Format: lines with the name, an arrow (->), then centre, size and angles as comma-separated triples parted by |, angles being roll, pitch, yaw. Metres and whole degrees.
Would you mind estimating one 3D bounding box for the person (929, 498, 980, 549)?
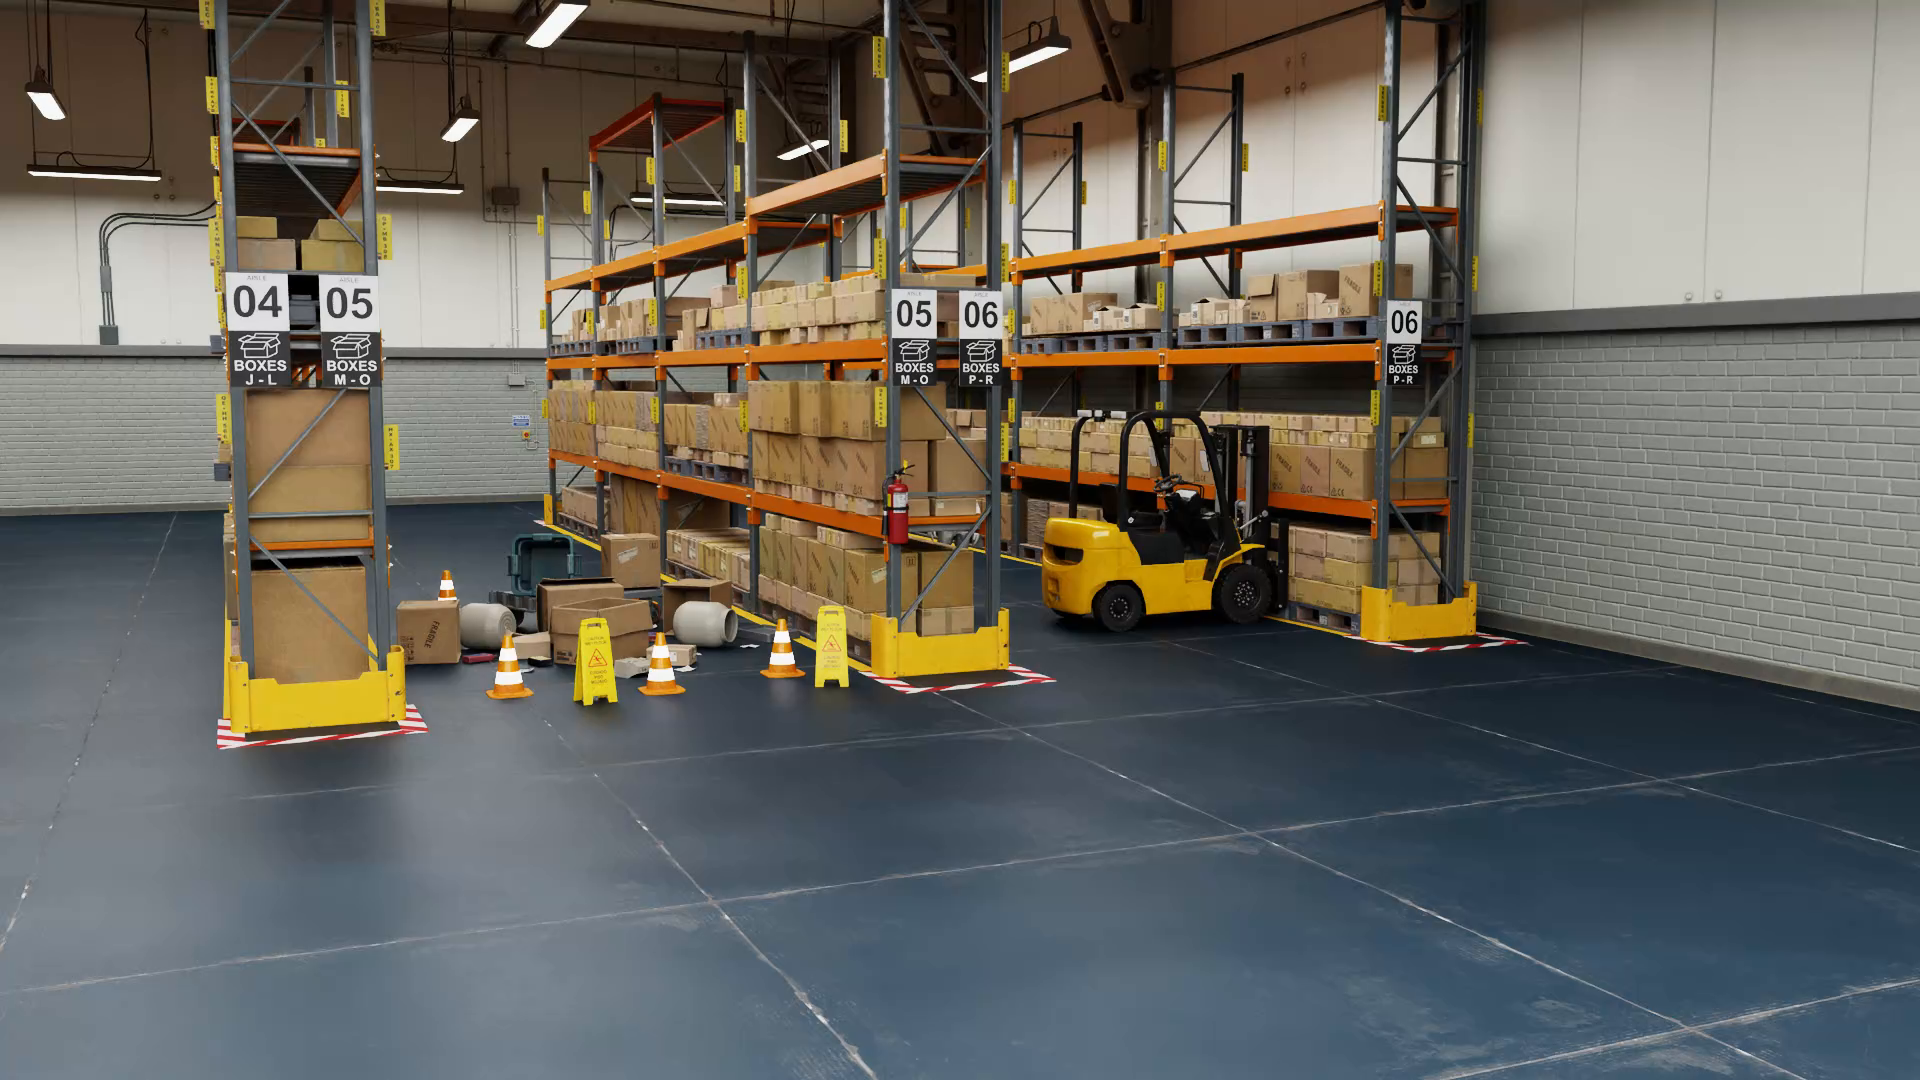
person -> -0.055, -0.106, 17.841 | 0.587, 1.696, 0.533 | 0, 6, -5
